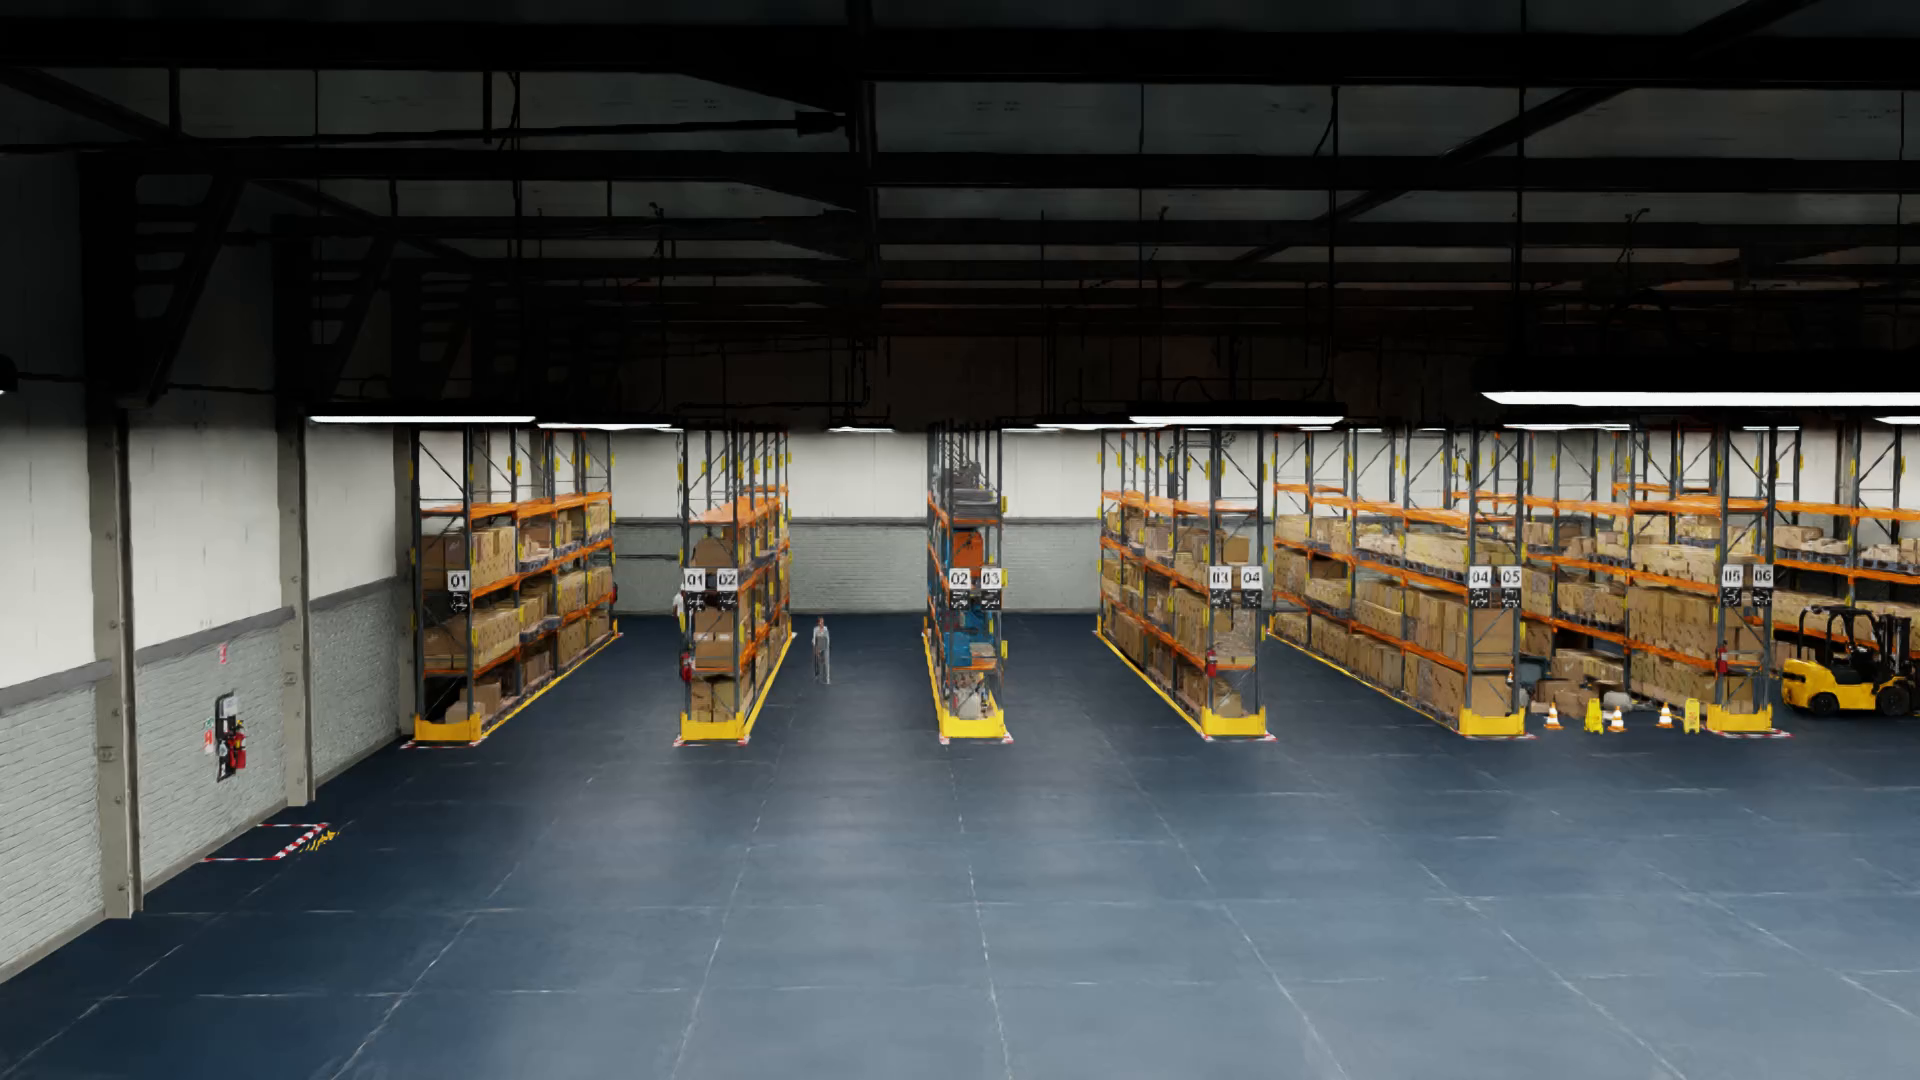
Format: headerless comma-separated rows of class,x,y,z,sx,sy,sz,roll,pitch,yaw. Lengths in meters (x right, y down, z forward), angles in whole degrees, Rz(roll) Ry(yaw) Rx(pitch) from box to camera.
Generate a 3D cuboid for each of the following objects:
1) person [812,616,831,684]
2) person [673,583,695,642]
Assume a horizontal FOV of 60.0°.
person,-3.190,2.503,38.078,0.411,1.531,0.956,-1,4,-11
person,-7.453,1.993,44.908,0.577,1.691,1.121,0,4,0
